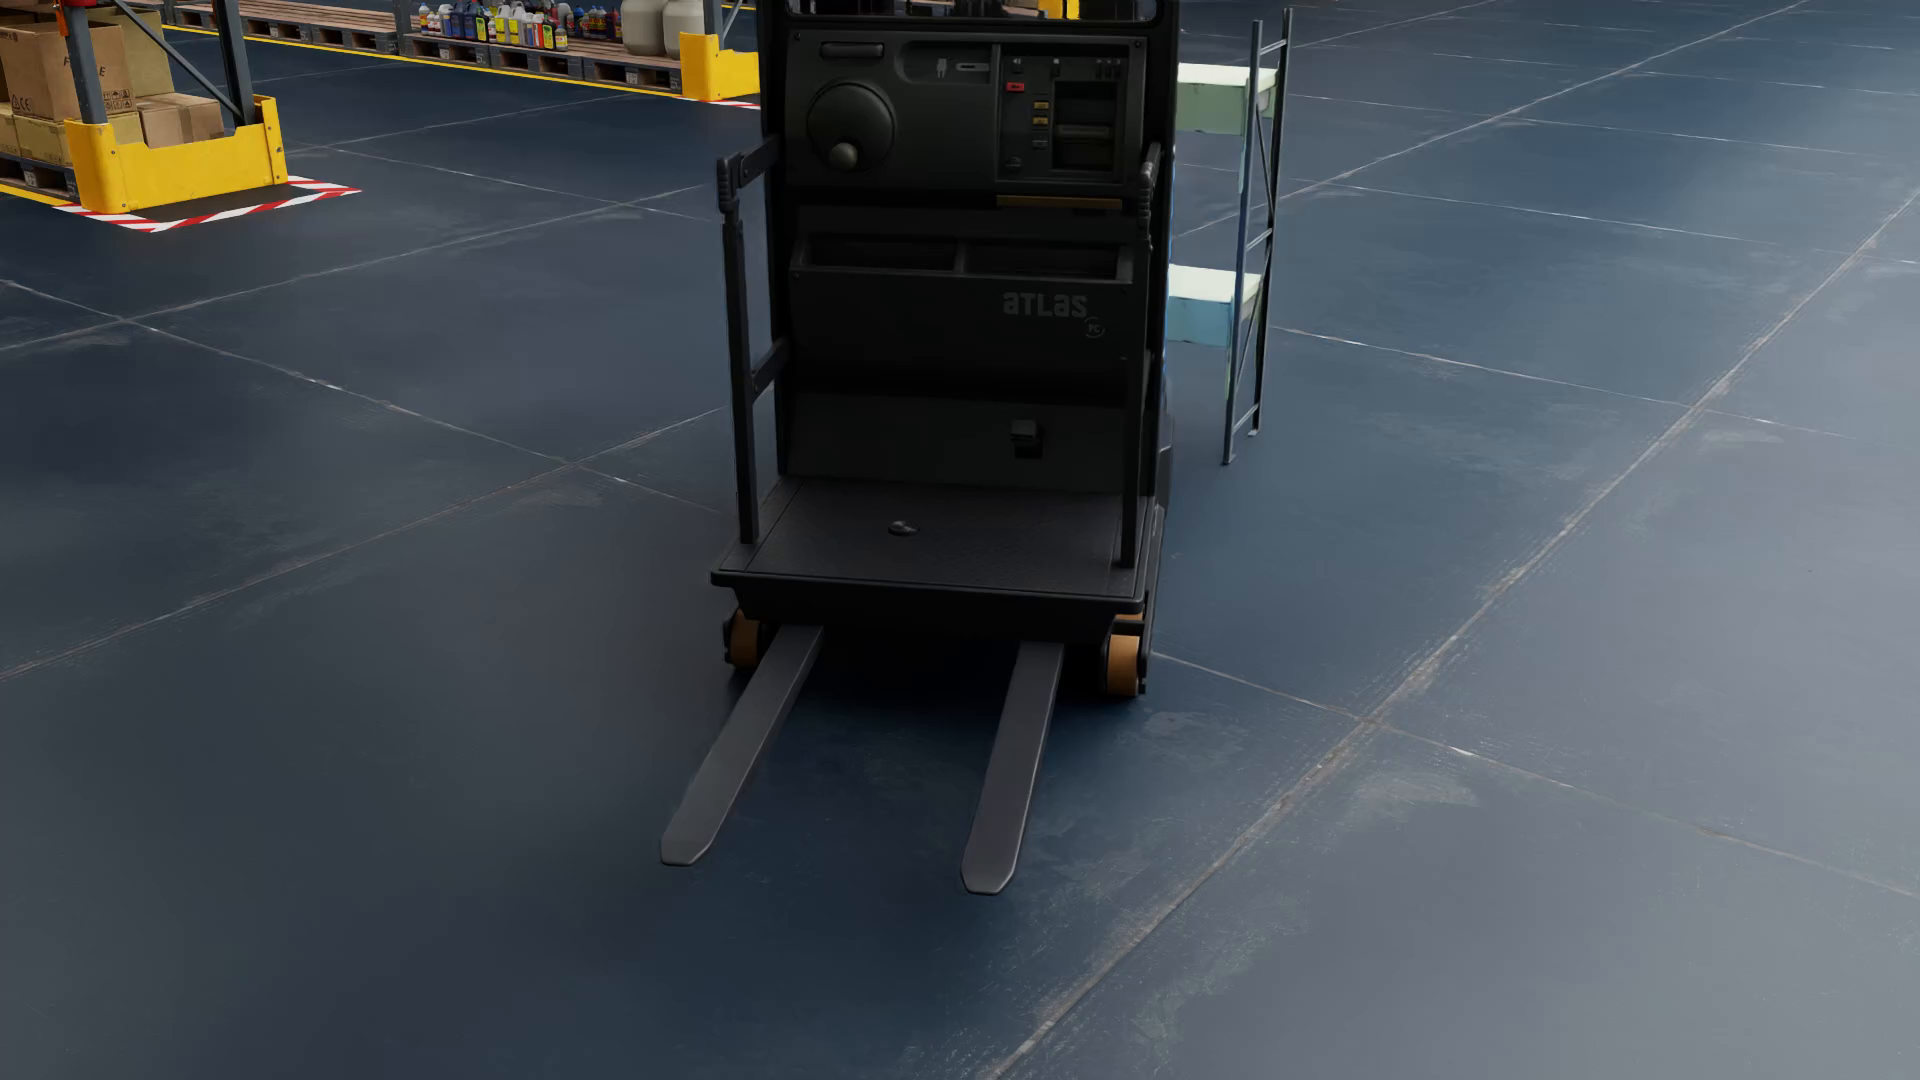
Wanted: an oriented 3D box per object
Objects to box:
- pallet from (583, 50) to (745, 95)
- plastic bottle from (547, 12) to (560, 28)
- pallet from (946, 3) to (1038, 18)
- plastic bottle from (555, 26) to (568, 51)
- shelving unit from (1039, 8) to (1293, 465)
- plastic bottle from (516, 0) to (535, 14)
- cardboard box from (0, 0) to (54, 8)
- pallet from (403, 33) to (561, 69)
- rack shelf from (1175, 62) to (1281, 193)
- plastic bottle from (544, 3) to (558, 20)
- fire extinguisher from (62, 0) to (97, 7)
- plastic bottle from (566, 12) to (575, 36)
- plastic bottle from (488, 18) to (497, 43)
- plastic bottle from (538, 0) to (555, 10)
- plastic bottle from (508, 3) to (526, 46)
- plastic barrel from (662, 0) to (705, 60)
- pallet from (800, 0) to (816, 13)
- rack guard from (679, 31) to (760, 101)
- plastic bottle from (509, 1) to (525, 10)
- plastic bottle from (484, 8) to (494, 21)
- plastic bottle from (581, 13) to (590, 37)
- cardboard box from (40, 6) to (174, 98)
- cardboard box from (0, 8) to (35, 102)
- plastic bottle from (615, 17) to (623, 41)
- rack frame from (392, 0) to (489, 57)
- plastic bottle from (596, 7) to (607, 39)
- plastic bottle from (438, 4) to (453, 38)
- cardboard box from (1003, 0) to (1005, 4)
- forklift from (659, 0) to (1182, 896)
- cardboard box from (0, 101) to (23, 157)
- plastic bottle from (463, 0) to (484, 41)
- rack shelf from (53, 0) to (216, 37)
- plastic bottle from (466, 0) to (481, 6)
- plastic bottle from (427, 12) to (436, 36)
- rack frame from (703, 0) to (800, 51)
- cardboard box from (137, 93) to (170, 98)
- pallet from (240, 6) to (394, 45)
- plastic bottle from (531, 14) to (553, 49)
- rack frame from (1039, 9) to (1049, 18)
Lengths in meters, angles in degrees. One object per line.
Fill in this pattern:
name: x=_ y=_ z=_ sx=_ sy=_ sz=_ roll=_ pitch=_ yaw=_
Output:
pallet: x=-2.396 y=-3.972 z=14.004 sx=1.213 sy=0.211 sz=1.003 roll=17 pitch=29 yaw=33
plastic bottle: x=-3.515 y=-4.412 z=14.367 sx=0.133 sy=0.283 sz=0.061 roll=17 pitch=29 yaw=33
pallet: x=0.620 y=-5.595 z=17.687 sx=1.213 sy=0.211 sz=1.003 roll=17 pitch=29 yaw=33
plastic bottle: x=-3.393 y=-4.271 z=14.147 sx=0.097 sy=0.201 sz=0.097 roll=0 pitch=24 yaw=0
shelving unit: x=0.690 y=-1.088 z=5.860 sx=0.755 sy=1.500 sz=0.431 roll=11 pitch=26 yaw=23
plastic bottle: x=-4.019 y=-4.894 z=15.378 sx=0.185 sy=0.351 sz=0.144 roll=15 pitch=28 yaw=31
cardboard box: x=-6.129 y=-3.292 z=10.961 sx=0.500 sy=0.500 sz=0.500 roll=17 pitch=29 yaw=33
pallet: x=-4.349 y=-4.563 z=15.343 sx=1.213 sy=0.211 sz=1.003 roll=17 pitch=29 yaw=33
rack shelf: x=0.690 y=-1.446 z=5.703 sx=0.720 sy=0.370 sz=0.431 roll=11 pitch=26 yaw=23
plastic bottle: x=-3.697 y=-4.710 z=15.044 sx=0.133 sy=0.283 sz=0.061 roll=17 pitch=29 yaw=33
fire extinguisher: x=-4.818 y=-3.236 z=8.970 sx=0.183 sy=0.674 sz=0.296 roll=17 pitch=29 yaw=33
plastic bottle: x=-3.522 y=-4.688 z=15.094 sx=0.097 sy=0.201 sz=0.097 roll=0 pitch=24 yaw=0
plastic bottle: x=-4.101 y=-4.484 z=14.633 sx=0.097 sy=0.201 sz=0.097 roll=0 pitch=24 yaw=0
plastic bottle: x=-3.761 y=-4.816 z=15.201 sx=0.185 sy=0.351 sz=0.144 roll=17 pitch=29 yaw=33
plastic bottle: x=-3.824 y=-4.481 z=14.440 sx=0.185 sy=0.351 sz=0.144 roll=18 pitch=30 yaw=35
plastic barrel: x=-2.233 y=-4.235 z=13.707 sx=0.421 sy=0.512 sz=0.421 roll=0 pitch=24 yaw=0
pallet: x=-1.332 y=-6.185 z=19.027 sx=1.213 sy=0.211 sz=1.003 roll=17 pitch=29 yaw=33
rack guard: x=-1.749 y=-3.906 z=13.496 sx=0.348 sy=0.500 sz=1.175 roll=17 pitch=29 yaw=33
plastic bottle: x=-4.088 y=-4.806 z=15.271 sx=0.135 sy=0.276 sz=0.152 roll=17 pitch=29 yaw=33
plastic bottle: x=-4.173 y=-4.569 z=14.738 sx=0.097 sy=0.271 sz=0.097 roll=0 pitch=24 yaw=0
plastic bottle: x=-3.358 y=-4.638 z=14.981 sx=0.097 sy=0.201 sz=0.097 roll=0 pitch=24 yaw=0
cardboard box: x=-5.331 y=-3.049 z=10.409 sx=0.500 sy=0.500 sz=0.500 roll=17 pitch=29 yaw=33
cardboard box: x=-6.051 y=-2.998 z=10.293 sx=0.500 sy=0.500 sz=0.500 roll=17 pitch=29 yaw=33
plastic bottle: x=-3.007 y=-4.532 z=14.740 sx=0.097 sy=0.201 sz=0.097 roll=0 pitch=24 yaw=0
rack frame: x=-4.861 y=-6.014 z=15.180 sx=0.127 sy=3.000 sz=1.000 roll=17 pitch=29 yaw=33
plastic bottle: x=-3.199 y=-4.622 z=14.858 sx=0.097 sy=0.271 sz=0.097 roll=0 pitch=24 yaw=0
plastic bottle: x=-4.594 y=-4.682 z=14.987 sx=0.135 sy=0.276 sz=0.152 roll=18 pitch=30 yaw=35
cardboard box: x=0.322 y=-5.983 z=17.689 sx=0.500 sy=0.500 sz=0.500 roll=-17 pitch=29 yaw=-34
forklift: x=-0.022 y=-1.087 z=4.081 sx=1.130 sy=2.935 sz=3.031 roll=4 pitch=24 yaw=8
cardboard box: x=-5.648 y=-2.535 z=10.173 sx=0.500 sy=0.250 sz=0.500 roll=17 pitch=29 yaw=33
plastic bottle: x=-4.313 y=-4.629 z=14.775 sx=0.185 sy=0.351 sz=0.144 roll=15 pitch=28 yaw=31
rack shelf: x=-6.235 y=-3.604 z=10.603 sx=4.000 sy=0.370 sz=1.077 roll=17 pitch=29 yaw=33
plastic bottle: x=-4.378 y=-4.721 z=14.984 sx=0.185 sy=0.351 sz=0.144 roll=17 pitch=29 yaw=33
plastic bottle: x=-4.788 y=-4.692 z=15.104 sx=0.097 sy=0.201 sz=0.097 roll=0 pitch=24 yaw=0
rack frame: x=-1.660 y=-5.047 z=12.985 sx=0.127 sy=3.000 sz=1.000 roll=17 pitch=29 yaw=33
cardboard box: x=-5.332 y=-2.705 z=10.558 sx=0.500 sy=0.250 sz=0.500 roll=17 pitch=29 yaw=33
pallet: x=-6.493 y=-5.211 z=16.814 sx=1.213 sy=0.211 sz=1.003 roll=17 pitch=29 yaw=33
plastic bottle: x=-3.578 y=-4.375 z=14.291 sx=0.135 sy=0.276 sz=0.152 roll=17 pitch=29 yaw=34
rack frame: x=0.359 y=-1.152 z=6.004 sx=0.023 sy=1.500 sz=0.400 roll=11 pitch=26 yaw=23
